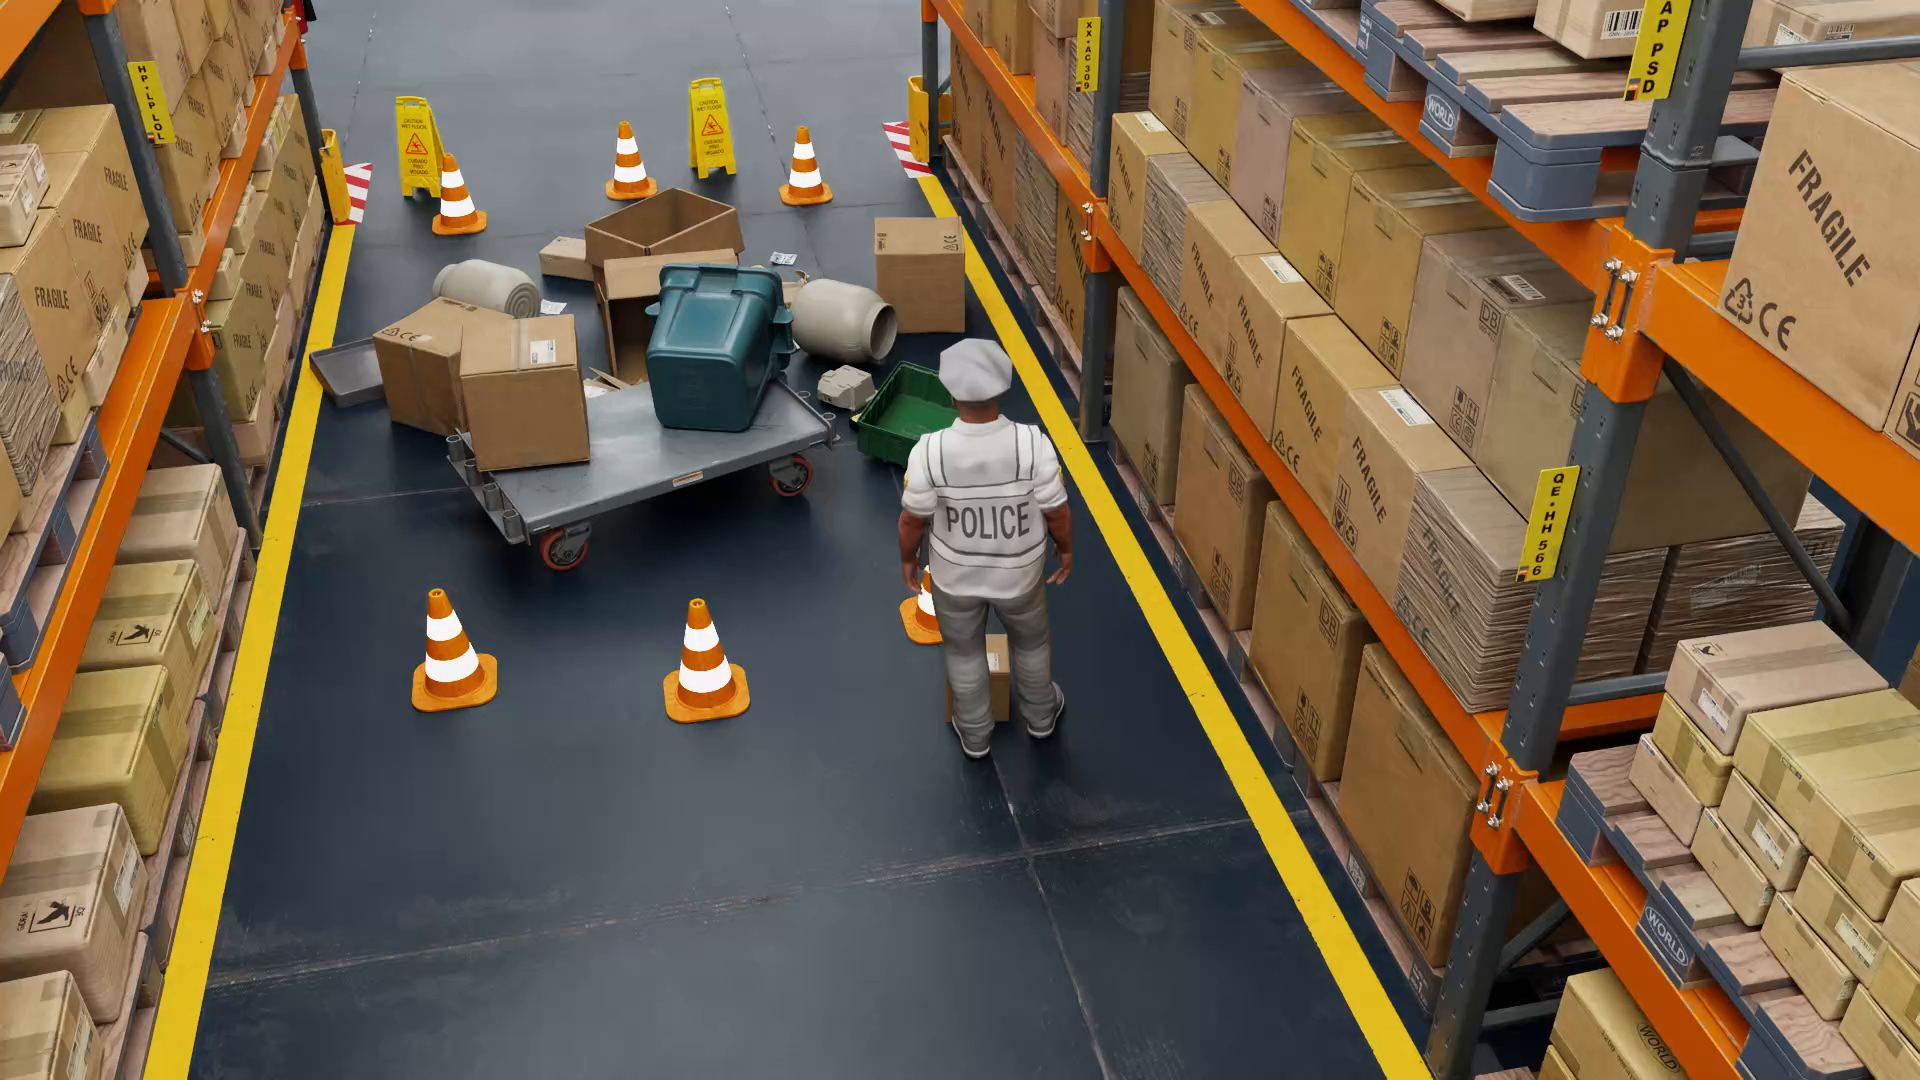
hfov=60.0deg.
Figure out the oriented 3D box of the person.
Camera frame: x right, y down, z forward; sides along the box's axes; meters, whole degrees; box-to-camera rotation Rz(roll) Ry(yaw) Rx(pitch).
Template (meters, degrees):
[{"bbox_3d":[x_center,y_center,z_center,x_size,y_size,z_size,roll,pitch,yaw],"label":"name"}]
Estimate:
[{"bbox_3d":[0.100,0.032,6.047,0.640,1.777,0.574,0,34,0],"label":"person"}]
